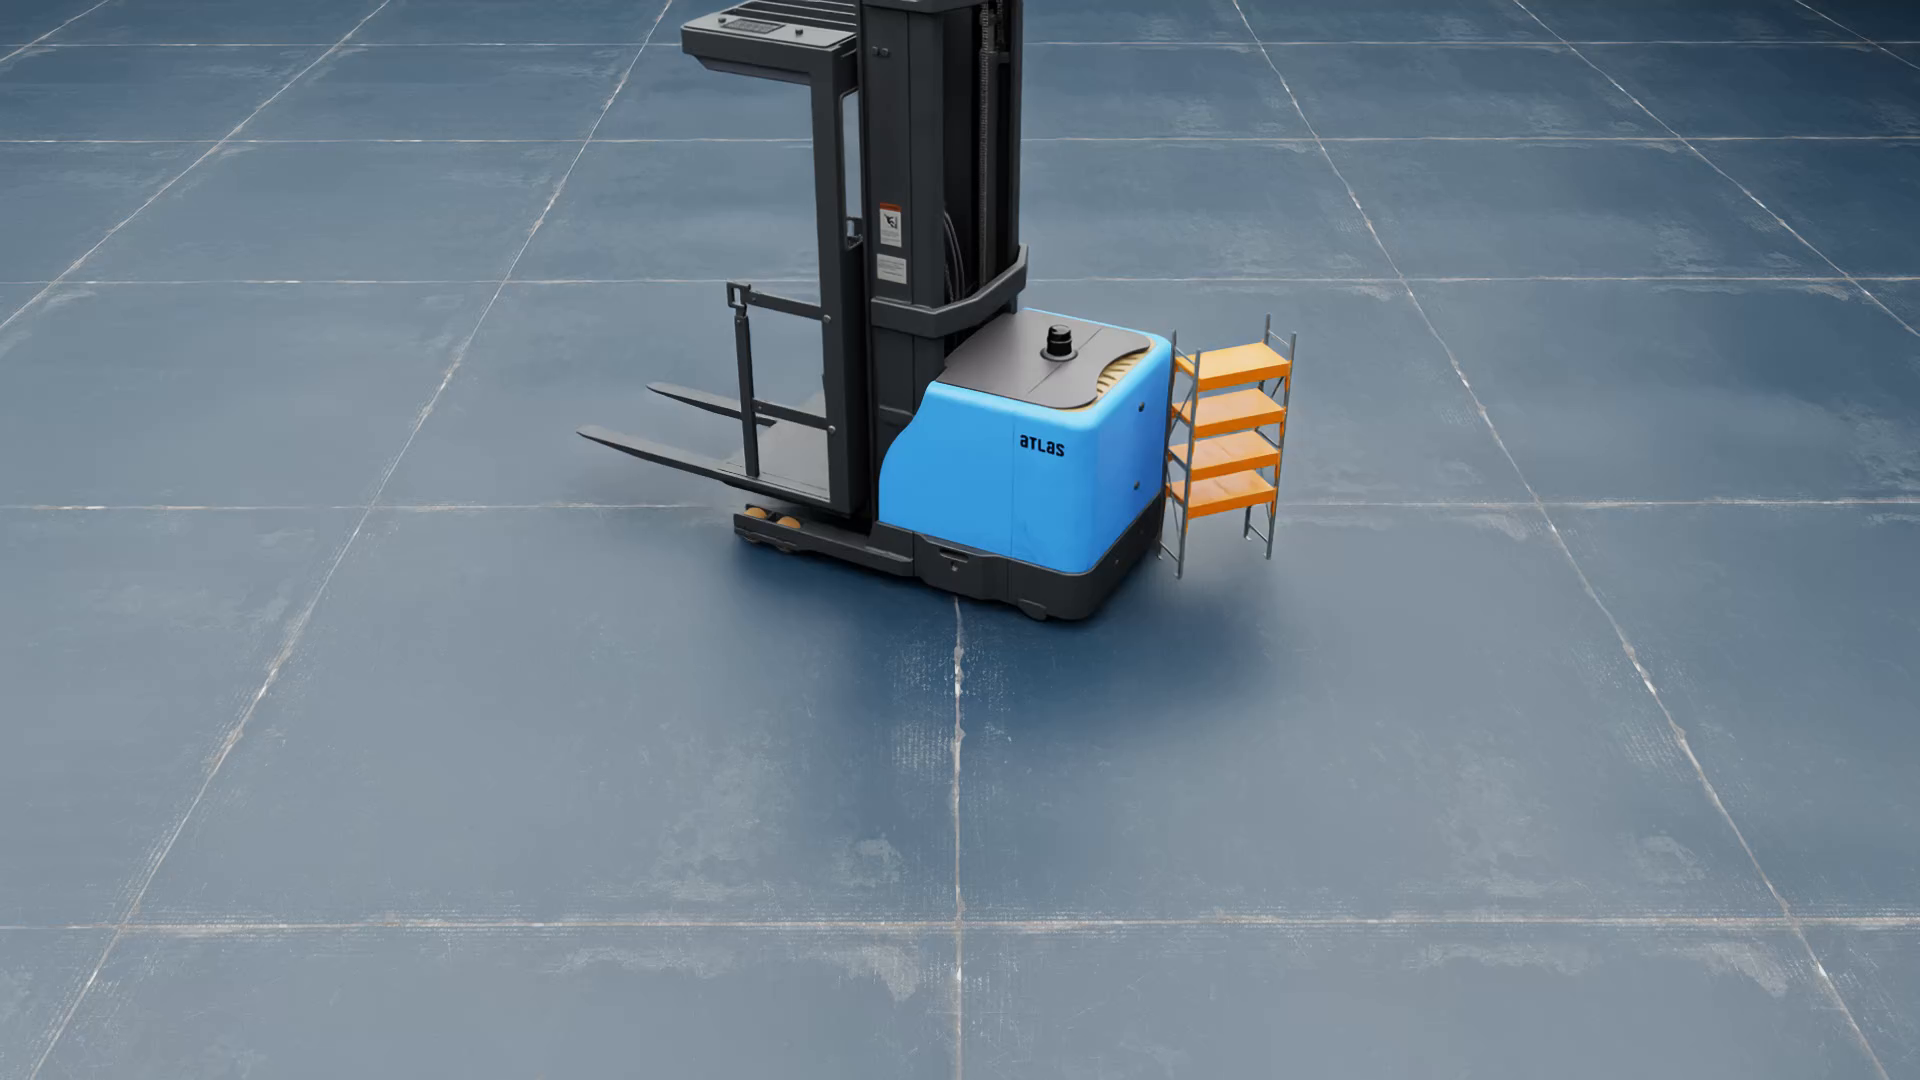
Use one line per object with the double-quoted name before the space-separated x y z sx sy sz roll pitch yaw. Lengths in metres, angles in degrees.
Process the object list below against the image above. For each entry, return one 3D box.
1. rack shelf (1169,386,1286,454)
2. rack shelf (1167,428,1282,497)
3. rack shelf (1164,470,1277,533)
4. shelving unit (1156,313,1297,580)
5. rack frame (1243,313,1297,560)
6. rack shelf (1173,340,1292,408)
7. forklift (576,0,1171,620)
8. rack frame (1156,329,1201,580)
"rack shelf" 1.235 -0.560 7.715 0.480 0.148 0.258 -12 33 -19
"rack shelf" 1.235 -0.369 7.831 0.480 0.148 0.258 -12 33 -19
"rack shelf" 1.235 -0.199 7.934 0.480 0.148 0.258 -12 33 -19
"shelving unit" 1.235 -0.426 7.796 0.503 1.200 0.258 -12 33 -19
"rack frame" 1.461 -0.474 7.874 0.015 1.200 0.240 -12 33 -19
"rack shelf" 1.235 -0.762 7.592 0.480 0.148 0.258 -12 33 -19
"forklift" -0.537 -1.421 7.766 3.031 2.935 1.130 15 35 24
"rack frame" 1.009 -0.379 7.718 0.015 1.200 0.240 -12 33 -19
